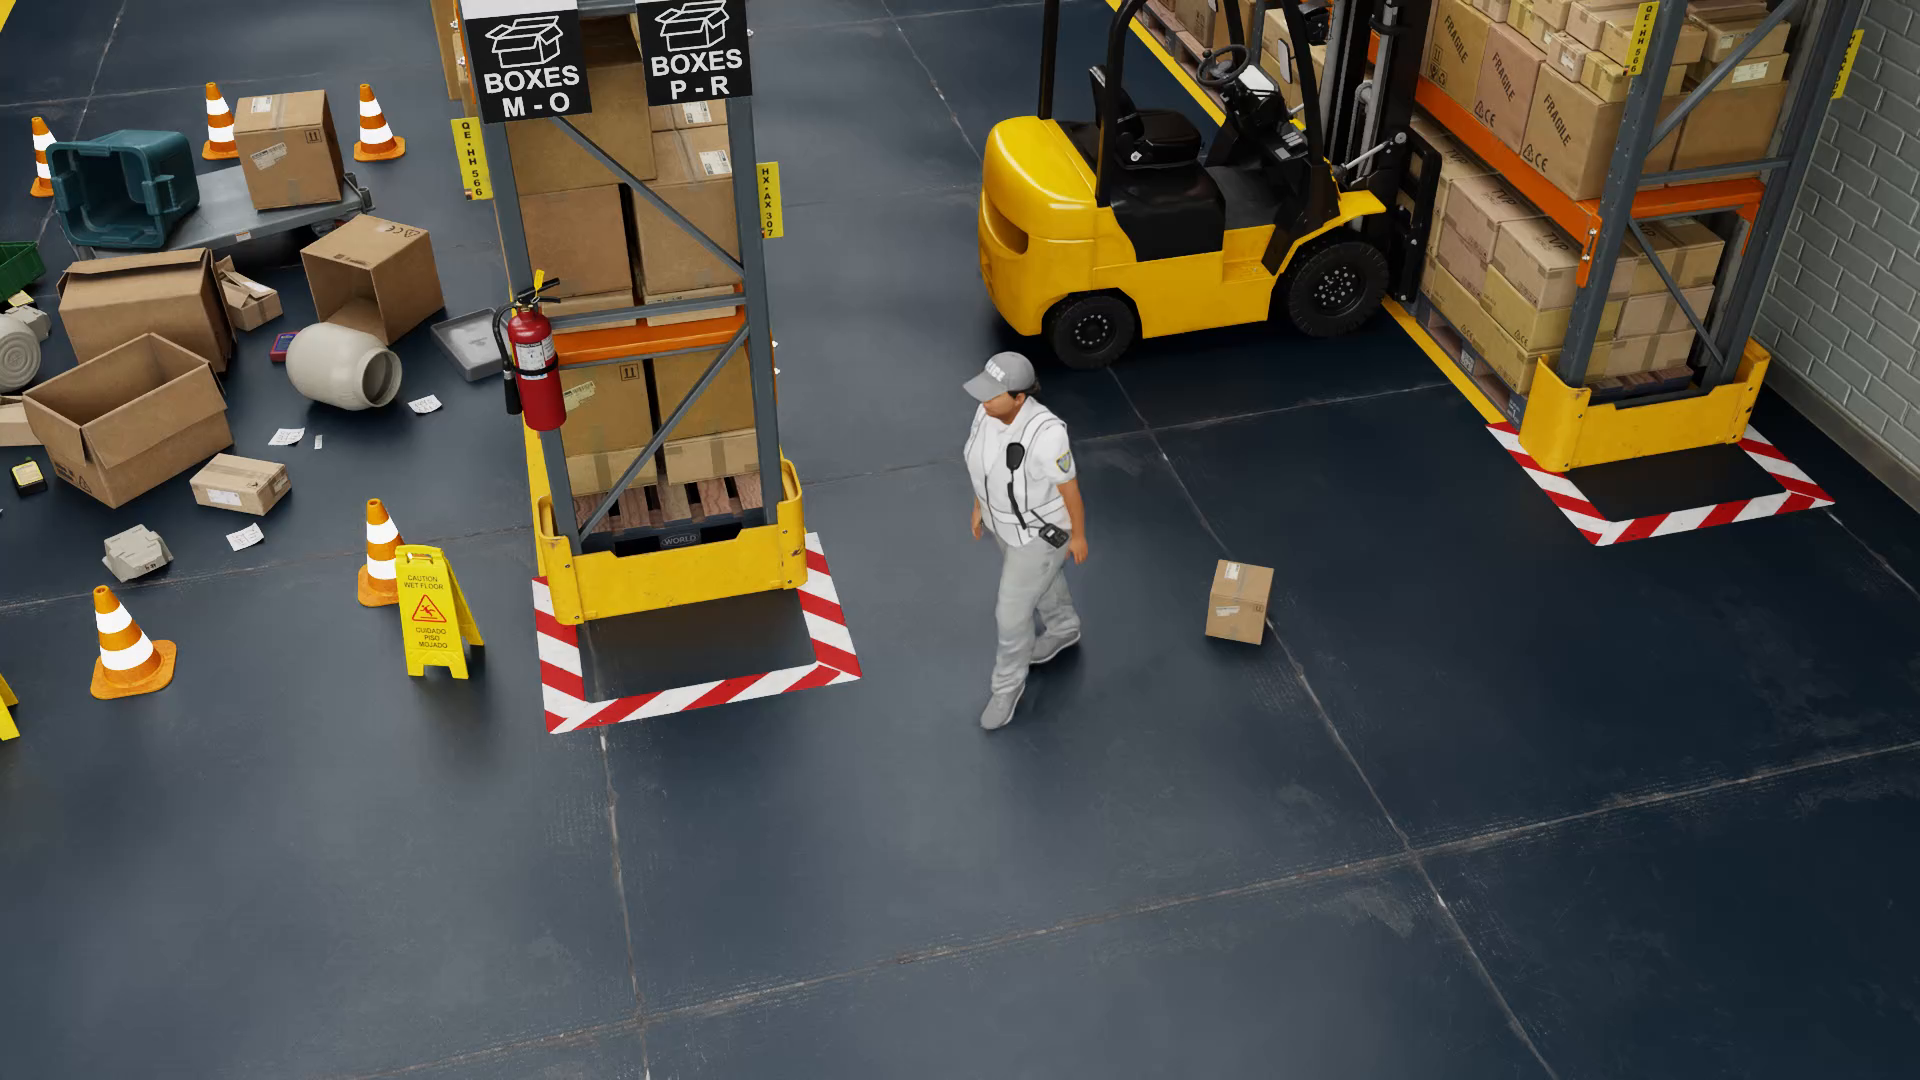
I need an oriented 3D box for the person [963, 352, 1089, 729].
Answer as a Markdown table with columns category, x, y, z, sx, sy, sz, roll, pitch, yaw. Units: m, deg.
| category | x | y | z | sx | sy | sz | roll | pitch | yaw |
| --- | --- | --- | --- | --- | --- | --- | --- | --- | --- |
| person | 0.263 | -0.058 | 6.815 | 0.661 | 1.692 | 0.507 | -22 | 43 | -25 |
